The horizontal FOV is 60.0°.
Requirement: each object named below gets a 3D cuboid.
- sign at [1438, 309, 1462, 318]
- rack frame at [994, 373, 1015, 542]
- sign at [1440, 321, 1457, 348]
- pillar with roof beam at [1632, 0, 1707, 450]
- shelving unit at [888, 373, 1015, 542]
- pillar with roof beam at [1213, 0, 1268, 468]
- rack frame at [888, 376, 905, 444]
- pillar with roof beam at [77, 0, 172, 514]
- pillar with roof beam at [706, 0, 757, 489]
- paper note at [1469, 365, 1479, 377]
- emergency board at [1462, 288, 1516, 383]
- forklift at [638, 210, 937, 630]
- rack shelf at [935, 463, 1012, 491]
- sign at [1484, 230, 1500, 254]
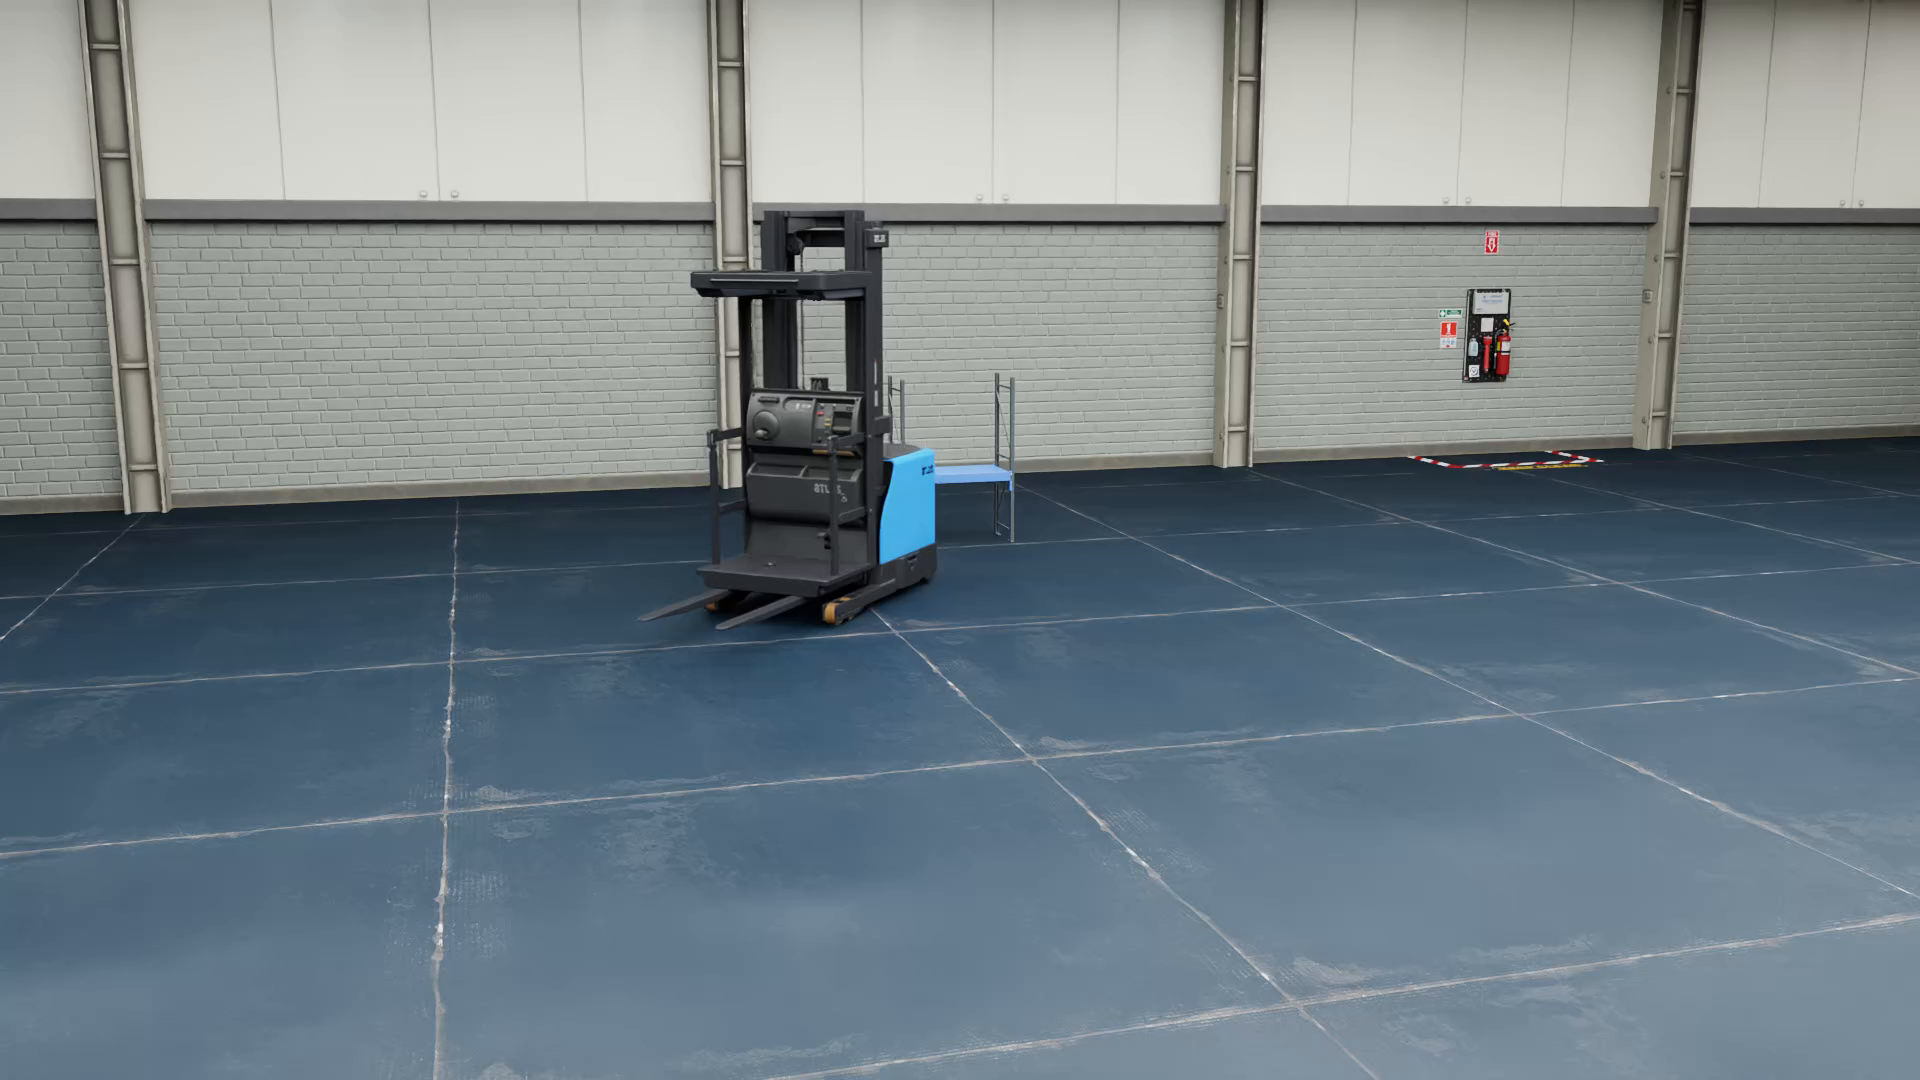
[{"bbox_3d":[6.126,-2.829,20.772,0.331,0.109,0.001,-3,11,-16],"label":"sign"},{"bbox_3d":[0.406,-0.759,15.230,0.032,1.500,0.500,-3,11,-16],"label":"rack frame"},{"bbox_3d":[6.119,-2.570,20.827,0.234,0.329,0.001,-3,11,-16],"label":"sign"},{"bbox_3d":[10.265,-4.883,16.920,0.400,9.000,9.100,-3,11,-16],"label":"pillar with roof beam"},{"bbox_3d":[-0.082,-0.733,15.091,1.048,1.500,0.538,-3,11,-16],"label":"shelving unit"},{"bbox_3d":[4.504,-4.579,15.270,0.400,9.000,9.100,-3,11,-16],"label":"pillar with roof beam"},{"bbox_3d":[-0.570,-0.708,14.951,0.032,1.500,0.500,-3,11,-16],"label":"rack frame"},{"bbox_3d":[-7.017,-3.972,11.972,0.400,9.000,9.100,-3,11,-16],"label":"pillar with roof beam"},{"bbox_3d":[-1.257,-4.276,13.621,0.400,9.000,9.100,-3,11,-16],"label":"pillar with roof beam"},{"bbox_3d":[6.489,-2.132,20.981,0.142,0.148,0.016,-3,11,-16],"label":"paper note"},{"bbox_3d":[6.679,-2.563,20.885,0.643,1.169,0.194,-3,11,-16],"label":"emergency board"},{"bbox_3d":[-1.244,-0.916,12.132,1.130,2.935,3.031,5,11,23],"label":"forklift"},{"bbox_3d":[-0.082,-0.556,15.123,1.000,0.185,0.538,-3,11,-16],"label":"rack shelf"},{"bbox_3d":[6.643,-3.719,20.767,0.199,0.298,0.001,-3,11,-16],"label":"sign"}]
